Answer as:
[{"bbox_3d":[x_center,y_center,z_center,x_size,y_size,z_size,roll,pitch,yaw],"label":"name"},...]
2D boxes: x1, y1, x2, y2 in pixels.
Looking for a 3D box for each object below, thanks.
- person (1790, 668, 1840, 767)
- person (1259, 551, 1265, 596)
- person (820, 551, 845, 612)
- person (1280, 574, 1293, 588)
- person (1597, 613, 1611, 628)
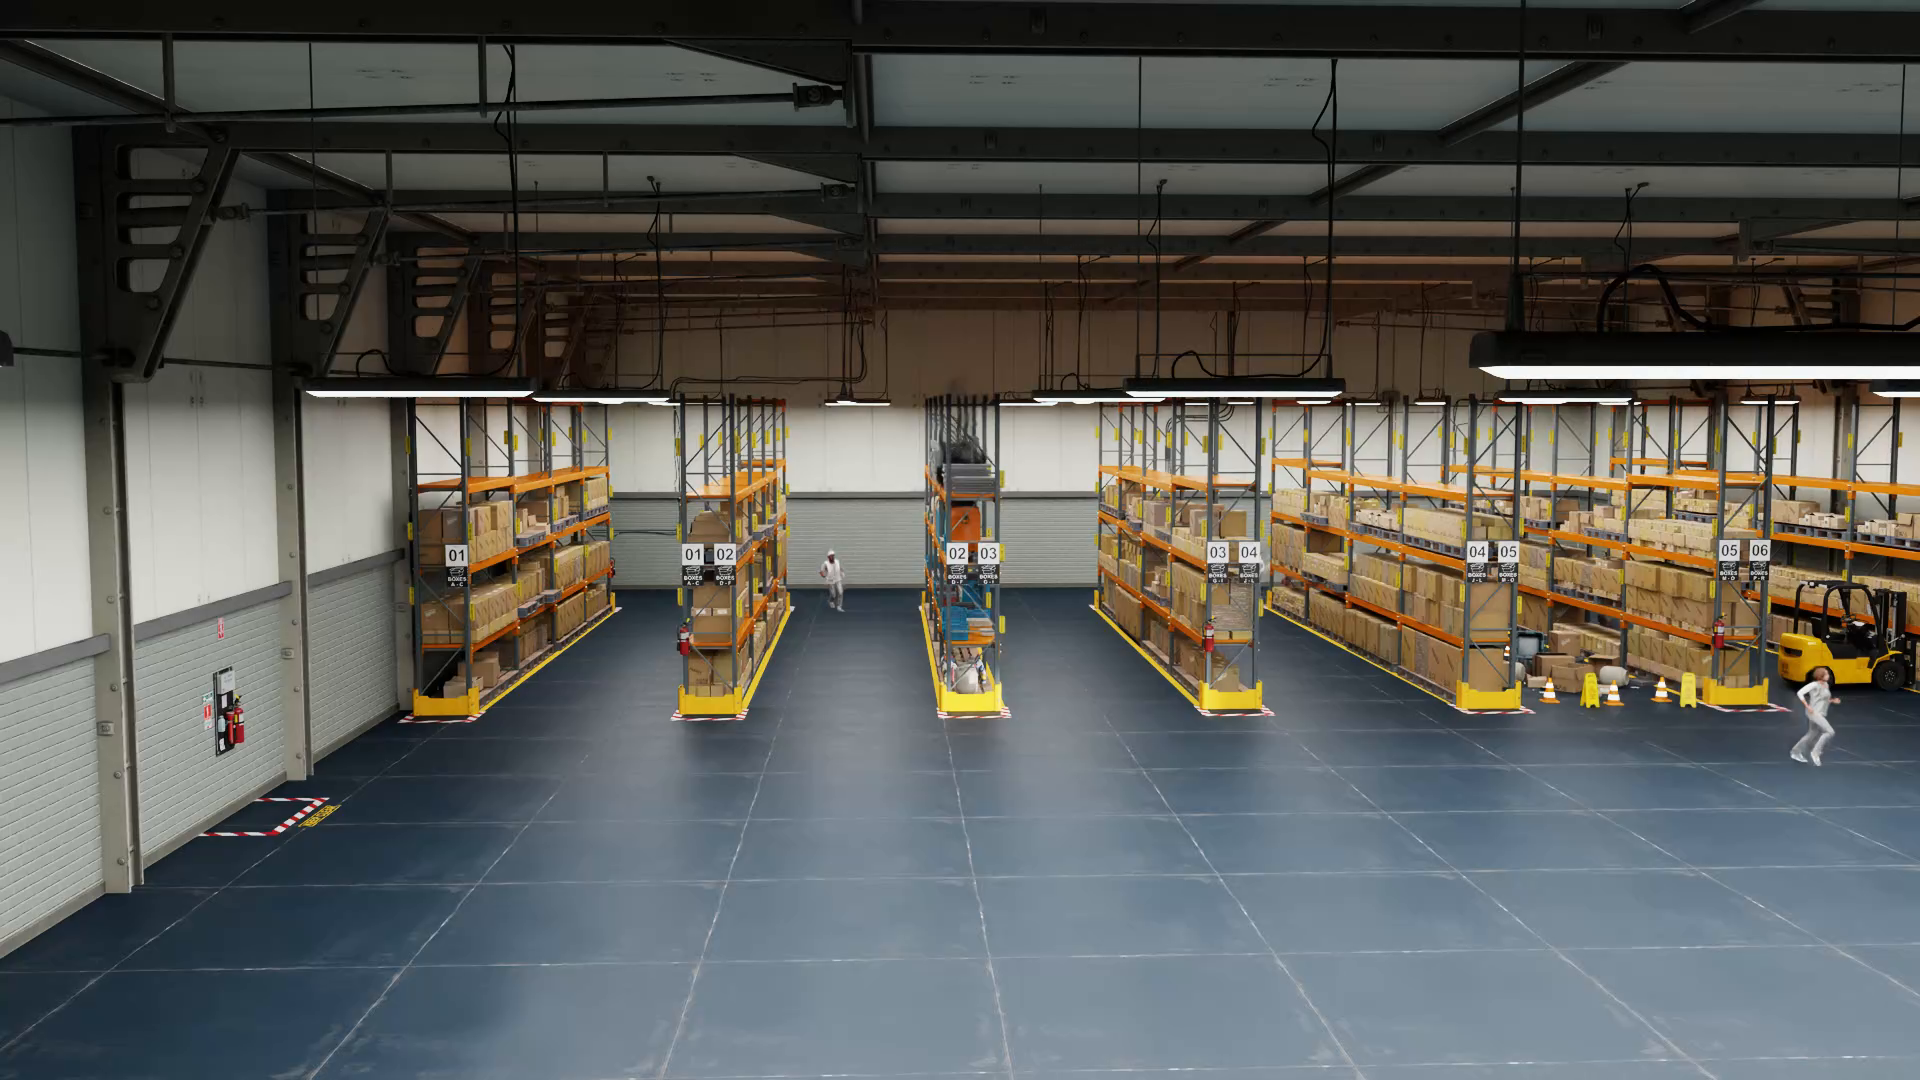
[{"bbox_3d":[13.719,2.824,26.662,0.703,1.581,0.523,4,6,44],"label":"person"},{"bbox_3d":[8.747,1.076,48.837,0.560,1.689,0.640,-3,5,-30],"label":"person"},{"bbox_3d":[-3.600,1.168,46.860,0.719,1.720,0.675,-3,5,-30],"label":"person"},{"bbox_3d":[9.656,1.048,48.929,0.735,1.667,0.604,2,5,26],"label":"person"},{"bbox_3d":[16.473,1.568,42.486,0.578,1.648,0.769,-1,5,-8],"label":"person"}]
